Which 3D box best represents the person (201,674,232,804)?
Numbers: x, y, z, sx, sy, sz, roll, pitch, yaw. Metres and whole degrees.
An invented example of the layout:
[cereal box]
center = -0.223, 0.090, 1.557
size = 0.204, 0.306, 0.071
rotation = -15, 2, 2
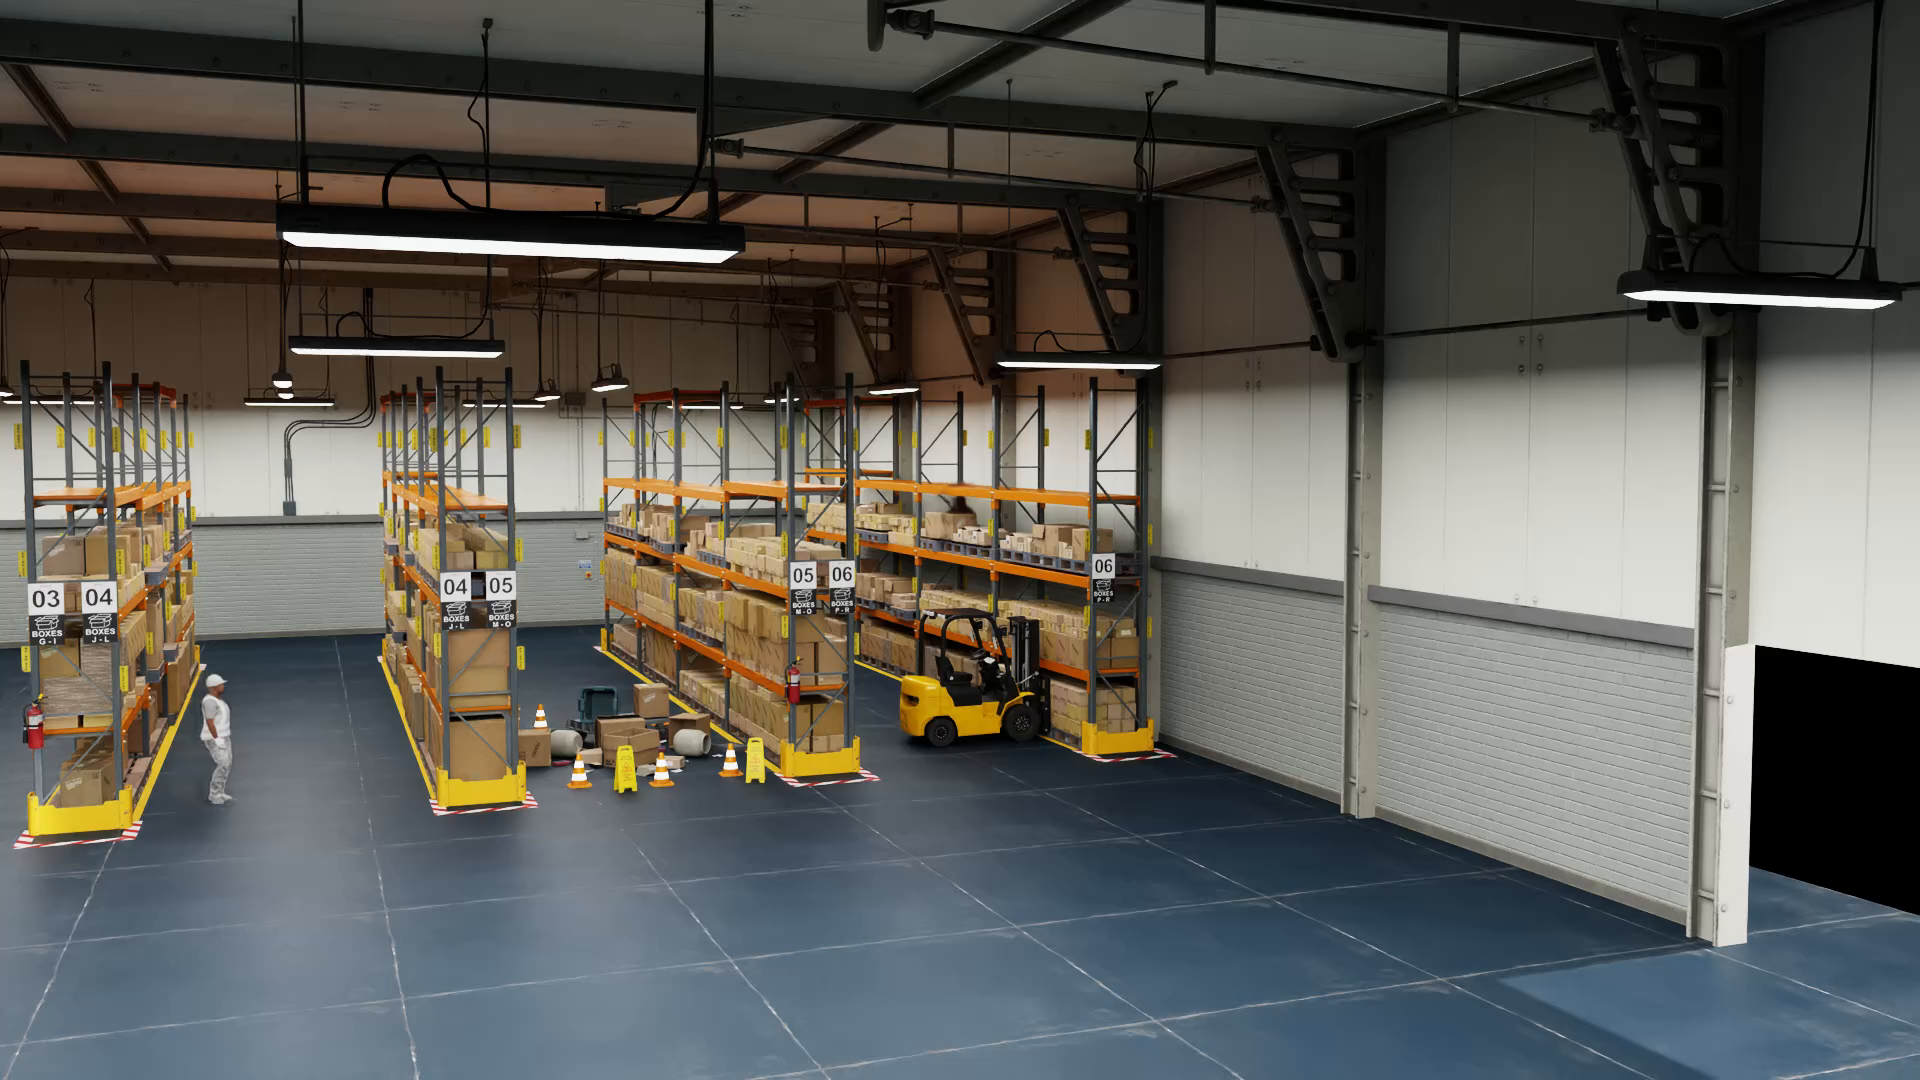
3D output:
[person]
center = -10.280, 2.770, 23.057
size = 0.456, 1.827, 0.593
rotation = 0, 3, 2
